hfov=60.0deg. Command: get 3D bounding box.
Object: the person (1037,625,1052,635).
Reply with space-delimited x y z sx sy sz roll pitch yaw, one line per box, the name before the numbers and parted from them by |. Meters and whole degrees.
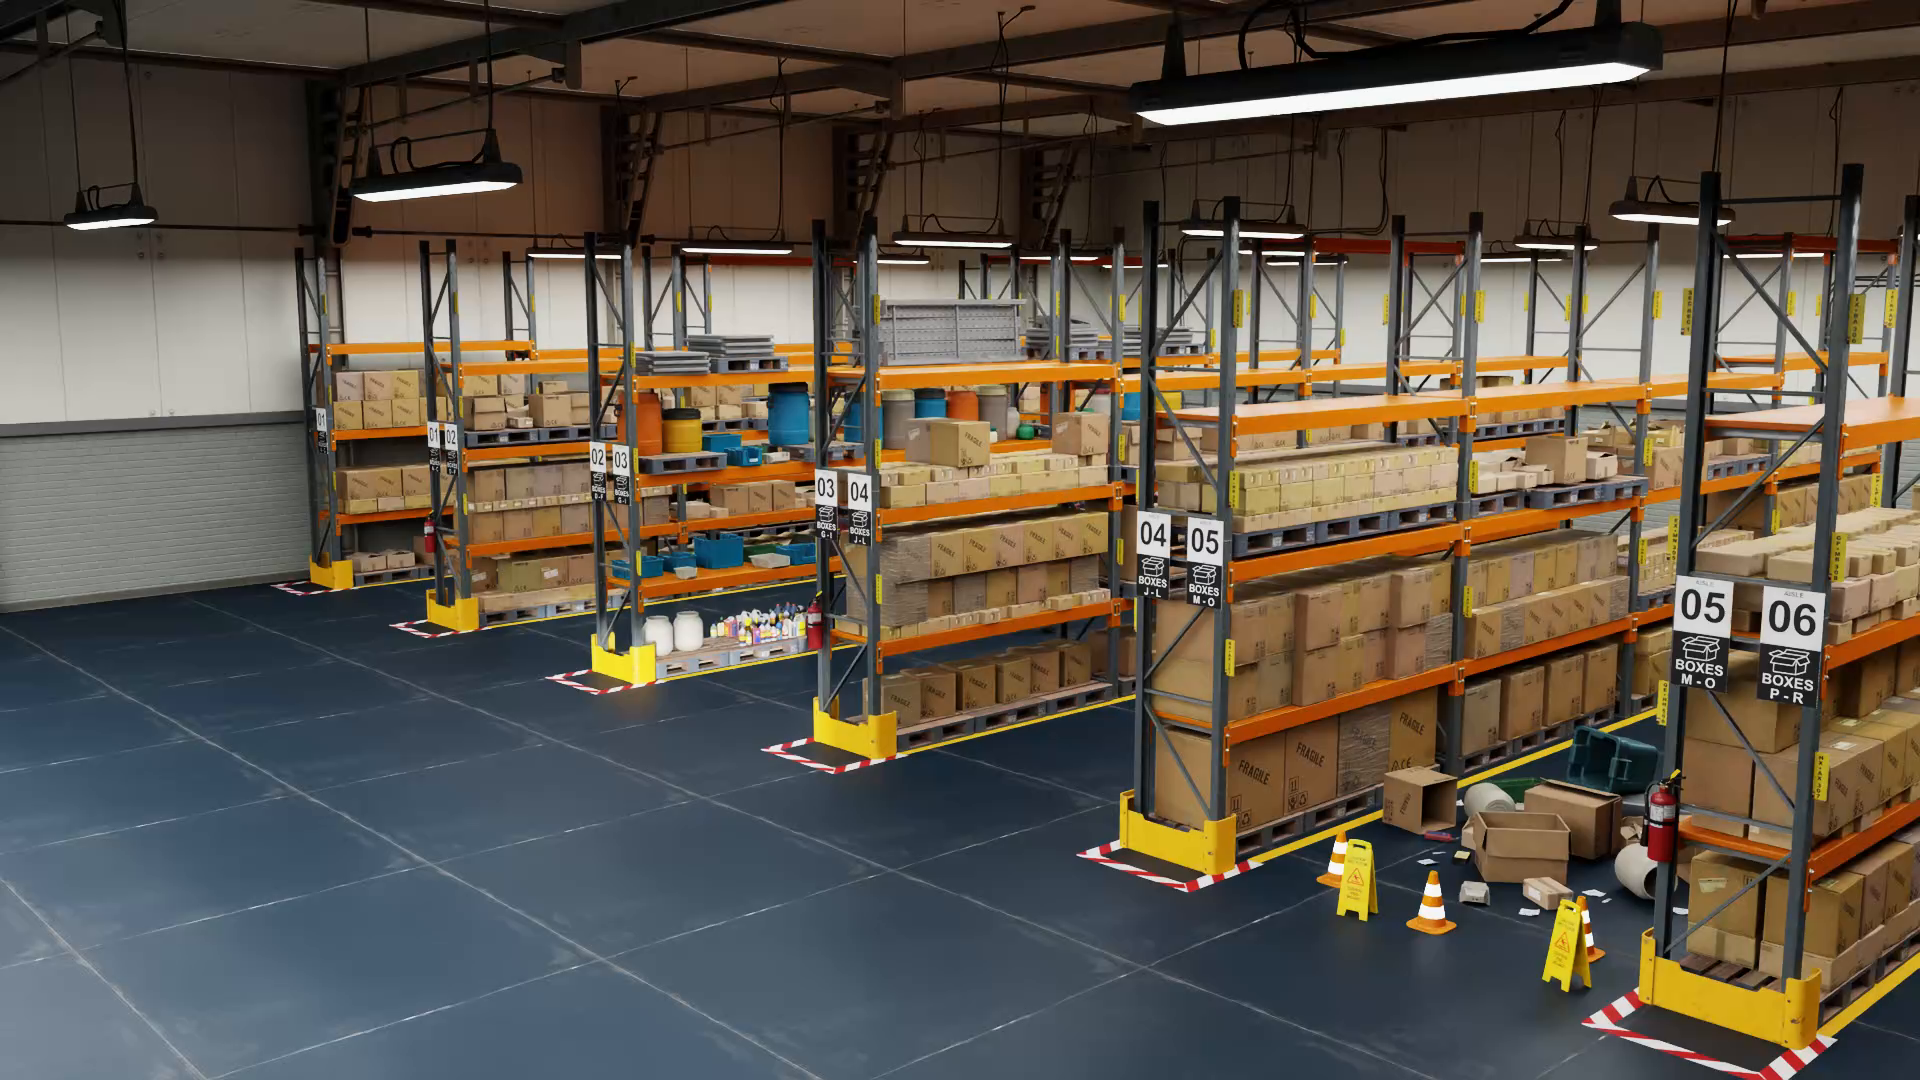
person | 1.312 0.604 25.638 0.408 1.783 0.536 -2 9 -13
